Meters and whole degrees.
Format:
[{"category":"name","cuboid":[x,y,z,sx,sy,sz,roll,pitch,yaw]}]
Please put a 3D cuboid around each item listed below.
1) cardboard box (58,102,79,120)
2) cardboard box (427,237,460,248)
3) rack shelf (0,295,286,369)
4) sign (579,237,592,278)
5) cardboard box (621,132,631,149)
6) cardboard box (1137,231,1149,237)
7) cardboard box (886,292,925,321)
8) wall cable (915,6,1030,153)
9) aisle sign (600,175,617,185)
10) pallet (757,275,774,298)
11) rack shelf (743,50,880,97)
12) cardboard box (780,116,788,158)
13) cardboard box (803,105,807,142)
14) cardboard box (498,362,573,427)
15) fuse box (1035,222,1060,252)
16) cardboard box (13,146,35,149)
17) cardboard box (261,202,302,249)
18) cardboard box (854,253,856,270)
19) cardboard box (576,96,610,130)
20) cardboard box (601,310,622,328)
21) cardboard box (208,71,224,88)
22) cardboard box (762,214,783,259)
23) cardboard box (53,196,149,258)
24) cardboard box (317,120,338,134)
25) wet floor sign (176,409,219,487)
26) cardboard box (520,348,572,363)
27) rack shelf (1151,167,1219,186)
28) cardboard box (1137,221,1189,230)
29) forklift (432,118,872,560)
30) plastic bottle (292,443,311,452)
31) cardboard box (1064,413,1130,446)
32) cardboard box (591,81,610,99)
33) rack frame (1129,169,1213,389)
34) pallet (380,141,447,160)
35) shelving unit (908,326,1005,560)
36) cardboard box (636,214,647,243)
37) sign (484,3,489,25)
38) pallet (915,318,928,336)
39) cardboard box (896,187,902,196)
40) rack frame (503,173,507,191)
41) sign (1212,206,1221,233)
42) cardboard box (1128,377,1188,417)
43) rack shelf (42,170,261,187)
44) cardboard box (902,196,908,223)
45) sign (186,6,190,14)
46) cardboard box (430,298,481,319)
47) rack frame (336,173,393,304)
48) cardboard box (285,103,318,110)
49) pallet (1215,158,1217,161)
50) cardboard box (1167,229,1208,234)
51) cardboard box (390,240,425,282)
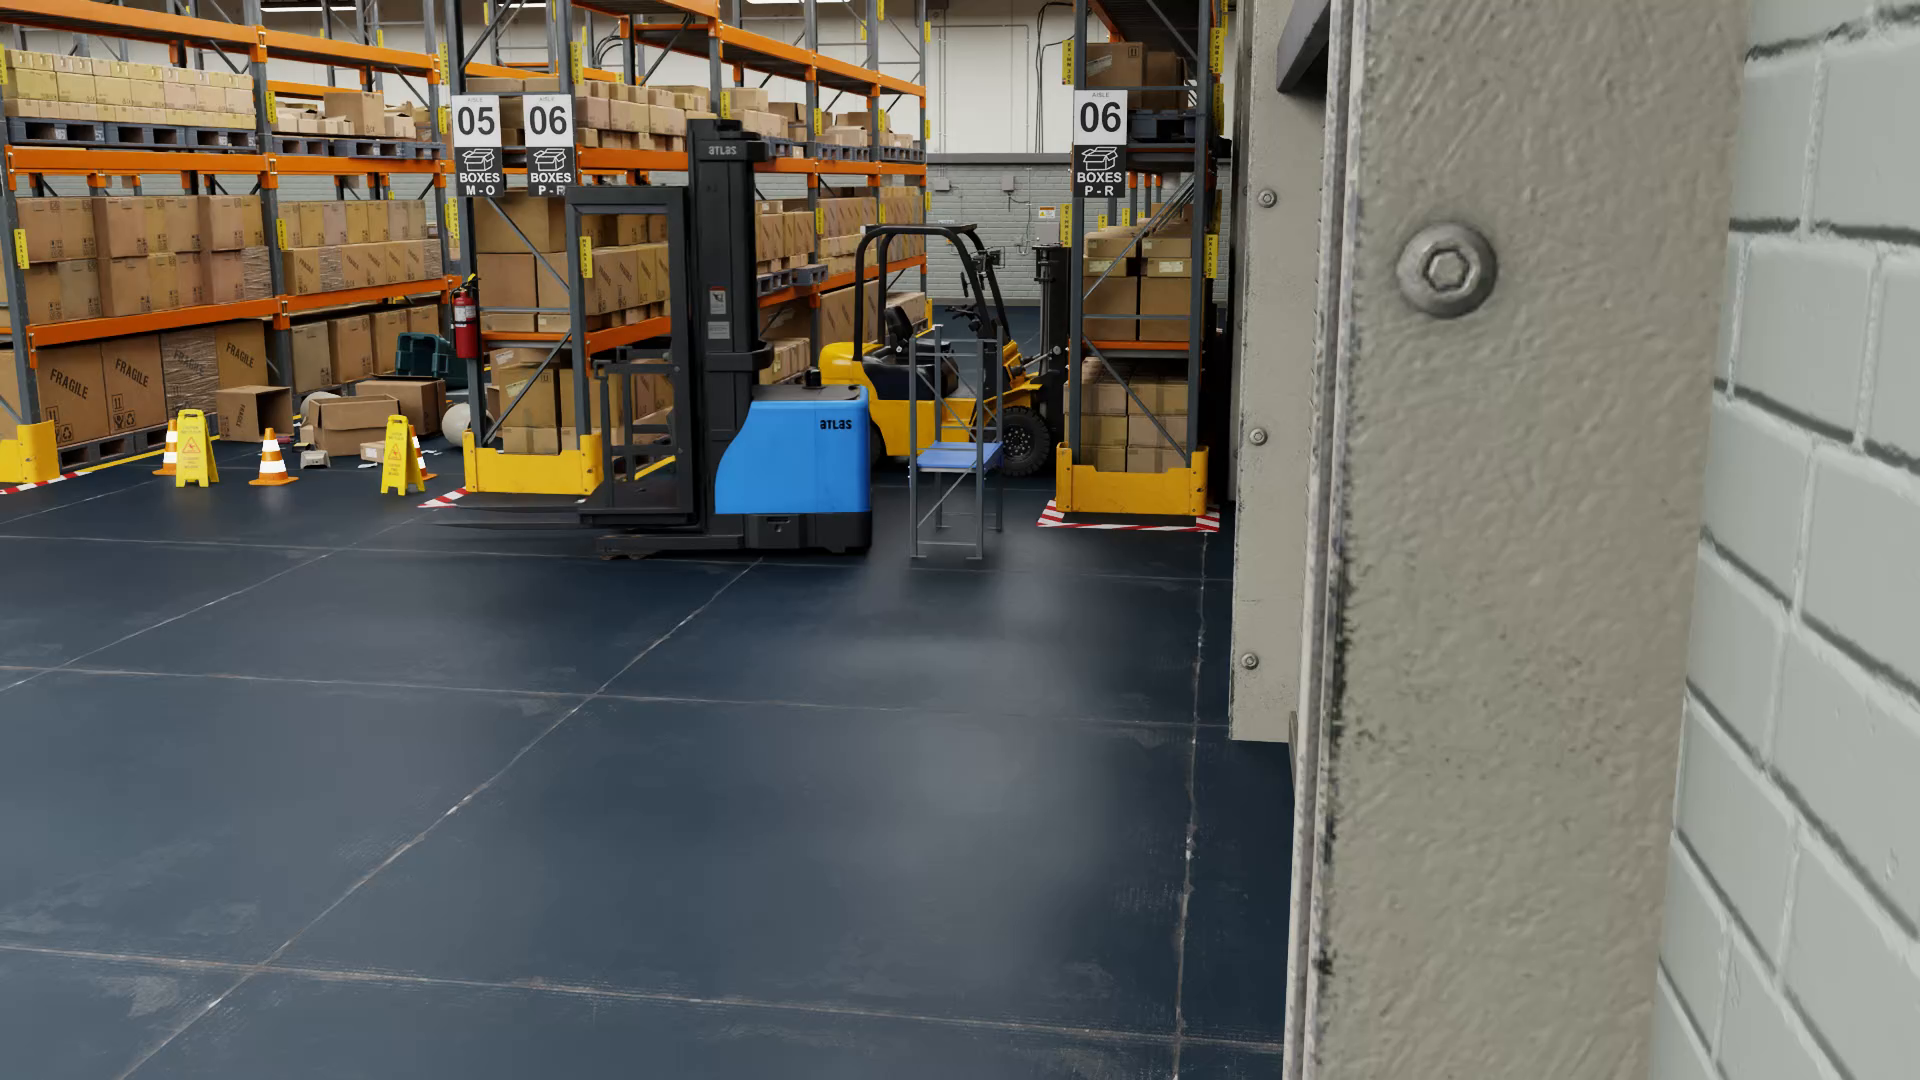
[{"category":"cardboard box","cuboid":[-8.011,-3.775,14.632,0.380,0.149,0.250,2,12,9]},{"category":"cardboard box","cuboid":[-6.955,-3.998,22.320,0.380,0.149,0.250,2,12,11]},{"category":"rack shelf","cuboid":[-8.150,-2.076,16.213,1.077,0.370,4.000,2,12,9]},{"category":"sign","cuboid":[-3.015,-2.277,13.386,0.100,0.325,0.005,2,12,9]},{"category":"cardboard box","cuboid":[-3.102,-3.493,14.558,0.380,0.149,0.250,1,12,7]},{"category":"cardboard box","cuboid":[1.487,-2.676,14.806,0.380,0.149,0.250,2,12,9]},{"category":"cardboard box","cuboid":[-1.093,-4.015,28.586,0.875,0.438,0.875,1,12,7]},{"category":"wall cable","cuboid":[0.249,-9.303,33.802,2.355,3.000,0.029,2,12,9]},{"category":"aisle sign","cuboid":[-6.282,-6.637,29.502,0.394,0.787,0.004,2,12,9]},{"category":"pallet","cuboid":[-2.675,-2.765,18.159,1.003,0.211,1.213,2,12,9]},{"category":"rack shelf","cuboid":[-2.013,-6.339,22.704,1.077,0.370,4.000,2,12,9]},{"category":"cardboard box","cuboid":[-2.476,-4.855,20.045,0.700,0.500,0.500,2,12,9]},{"category":"cardboard box","cuboid":[-2.356,-5.470,21.900,0.700,0.500,0.500,1,12,6]},{"category":"cardboard box","cuboid":[-3.685,-1.275,14.538,0.500,0.500,0.500,2,12,9]},{"category":"fuse box","cuboid":[1.807,-5.649,34.142,0.539,1.711,0.414,2,12,9]},{"category":"cardboard box","cuboid":[-12.086,-4.936,21.014,0.500,0.250,0.500,2,12,10]},{"category":"cardboard box","cuboid":[-7.772,-3.485,18.433,0.700,0.500,0.500,2,12,8]},{"category":"cardboard box","cuboid":[-1.701,-3.984,23.718,0.500,0.250,0.500,2,12,7]},{"category":"cardboard box","cuboid":[-3.210,-3.506,13.673,0.500,0.250,0.500,2,12,8]},{"category":"cardboard box","cuboid":[-3.148,-1.919,14.372,0.380,0.149,0.250,1,12,7]},{"category":"cardboard box","cuboid":[-7.662,-4.640,16.753,0.380,0.149,0.250,2,12,9]},{"category":"cardboard box","cuboid":[-2.346,-3.506,19.203,0.500,0.500,0.500,1,12,6]},{"category":"cardboard box","cuboid":[-8.149,-2.918,15.494,0.875,0.550,0.550,2,12,9]},{"category":"cardboard box","cuboid":[-7.370,-4.725,19.039,0.380,0.149,0.250,2,12,9]},{"category":"wet floor sign","cuboid":[-6.506,-0.790,14.128,0.267,0.644,0.232,0,12,-1]},{"category":"cardboard box","cuboid":[-3.695,-1.670,14.834,0.380,0.149,0.250,2,12,10]},{"category":"rack shelf","cuboid":[3.507,-5.741,26.099,1.077,0.370,4.000,2,12,9]},{"category":"cardboard box","cuboid":[2.653,-3.979,22.093,0.797,0.503,0.637,2,12,7]},{"category":"forklift","cuboid":[-2.145,-1.411,11.585,3.031,2.935,1.130,-1,12,-3]},{"category":"plastic bottle","cuboid":[-6.336,-0.896,16.006,0.133,0.061,0.283,-2,12,-11]},{"category":"cardboard box","cuboid":[1.120,-0.929,13.526,0.500,0.250,0.500,2,12,8]},{"category":"cardboard box","cuboid":[-3.172,-3.775,13.976,0.380,0.149,0.250,2,12,9]},{"category":"rack frame","cuboid":[2.585,-3.377,20.543,1.000,3.000,0.127,2,12,9]},{"category":"pallet","cuboid":[-7.274,-4.915,21.007,1.213,0.211,1.003,2,12,11]},{"category":"shelving unit","cuboid":[-0.013,-0.715,11.753,0.538,1.500,1.048,2,12,9]},{"category":"cardboard box","cuboid":[-3.422,-3.094,15.912,0.700,0.500,0.500,2,12,7]},{"category":"sign","cuboid":[-7.145,-7.958,25.157,0.100,0.325,0.005,2,12,9]},{"category":"pallet","cuboid":[-1.136,-3.670,28.523,1.003,0.211,1.213,2,12,9]},{"category":"cardboard box","cuboid":[-1.148,-5.598,26.700,0.380,0.149,0.250,2,12,9]},{"category":"rack frame","cuboid":[-6.612,-4.509,25.796,1.000,3.000,0.127,2,12,9]},{"category":"sign","cuboid":[3.134,-3.926,20.341,0.100,0.325,0.005,2,12,9]},{"category":"cardboard box","cuboid":[1.615,-1.156,13.392,0.500,0.250,0.500,2,12,8]},{"category":"rack shelf","cuboid":[-11.805,-5.389,24.467,1.077,0.370,4.000,2,12,9]},{"category":"cardboard box","cuboid":[-1.139,-5.315,26.924,0.500,0.500,0.500,2,12,8]},{"category":"sign","cuboid":[-12.042,-8.181,26.000,0.100,0.325,0.005,2,12,9]},{"category":"cardboard box","cuboid":[-6.882,-3.162,22.702,0.500,0.250,0.500,1,12,6]},{"category":"rack frame","cuboid":[-10.882,-5.523,30.503,1.000,3.000,0.127,2,12,9]},{"category":"cardboard box","cuboid":[-11.203,-7.239,28.093,0.500,0.250,0.500,1,12,7]},{"category":"pallet","cuboid":[2.874,-5.235,22.489,1.213,0.211,1.003,2,12,9]},{"category":"cardboard box","cuboid":[2.075,-2.766,15.223,0.380,0.149,0.250,2,12,8]},{"category":"cardboard box","cuboid":[-7.109,-3.519,20.965,0.500,0.500,0.500,2,12,9]}]
